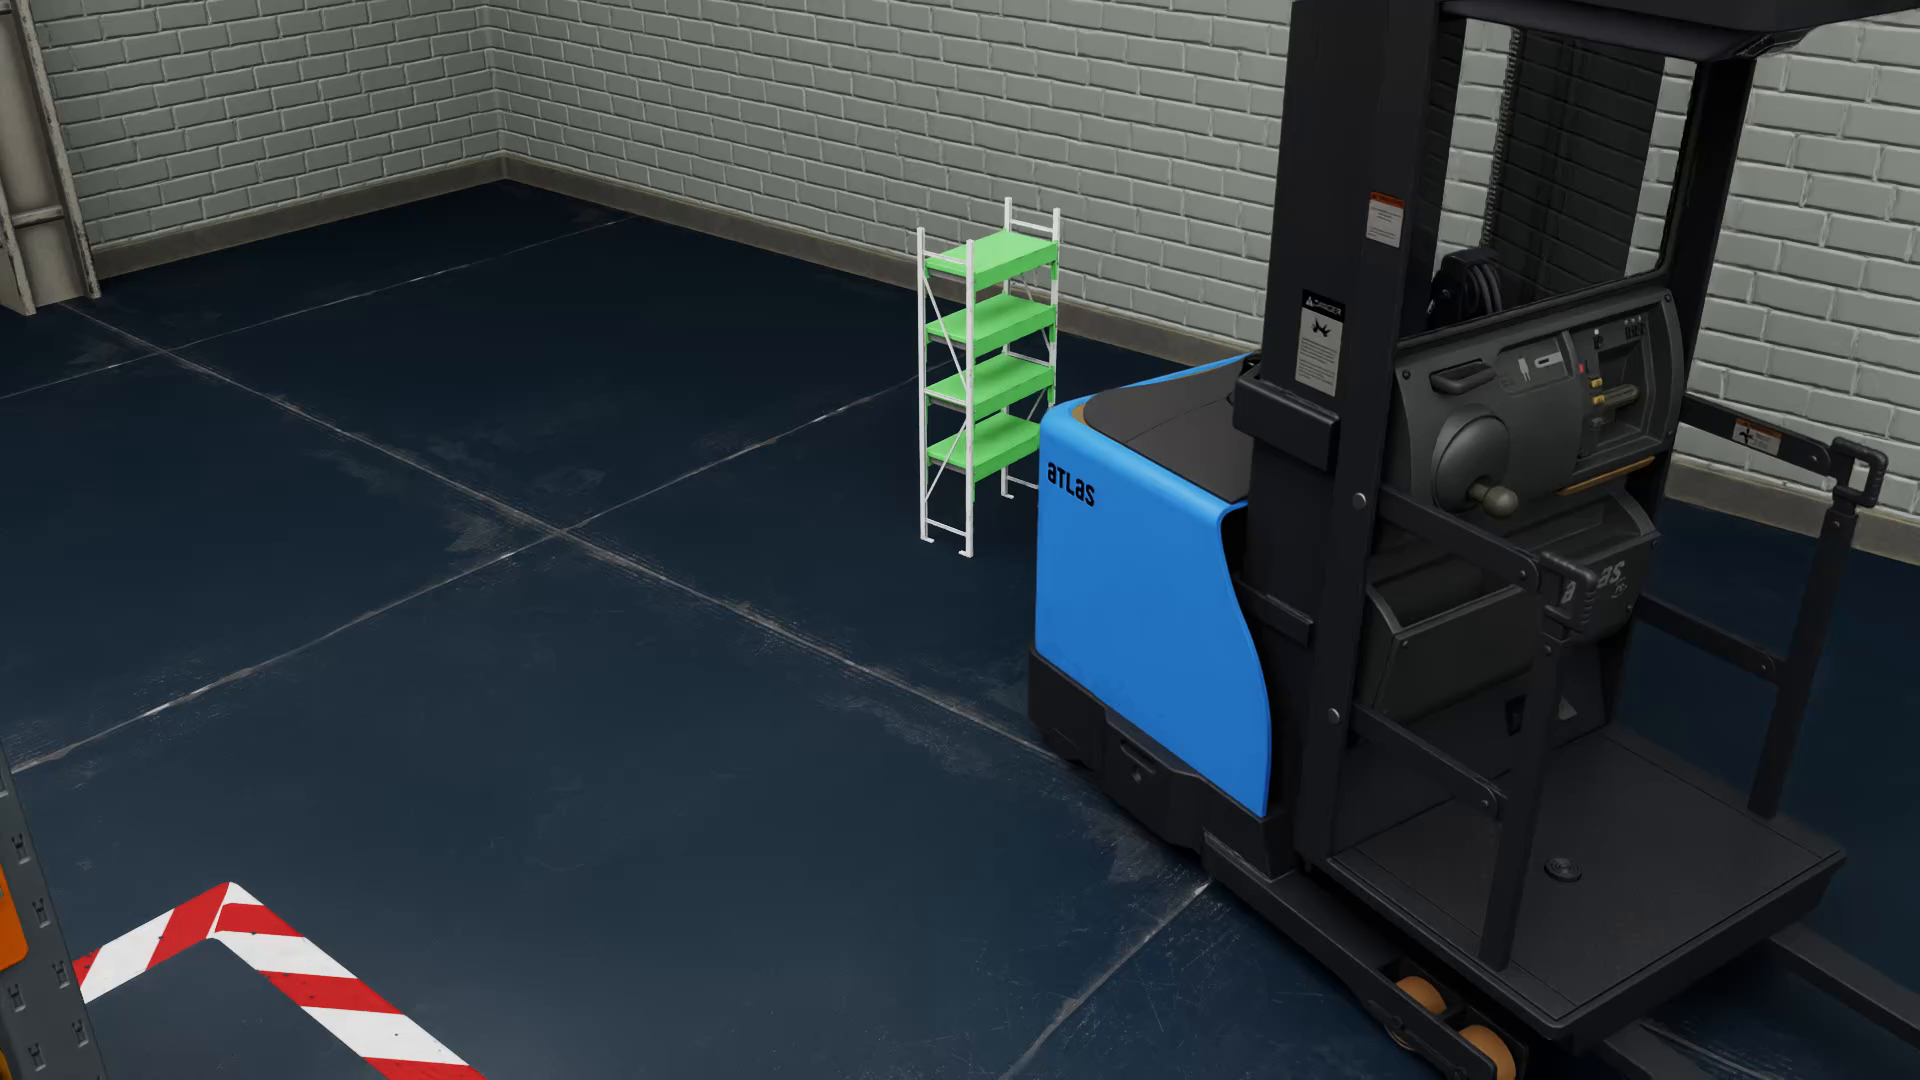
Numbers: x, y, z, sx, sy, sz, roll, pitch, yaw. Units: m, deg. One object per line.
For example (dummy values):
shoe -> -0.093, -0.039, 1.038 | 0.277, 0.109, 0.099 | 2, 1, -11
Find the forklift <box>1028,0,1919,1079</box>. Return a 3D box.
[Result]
forklift -> 1.439, -0.276, 3.594 | 1.130, 2.935, 3.031 | -17, 32, -29

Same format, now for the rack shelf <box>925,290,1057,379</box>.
rack shelf -> 0.105, -0.748, 6.007 | 0.258, 0.148, 0.480 | 21, 34, 34

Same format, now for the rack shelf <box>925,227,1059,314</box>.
rack shelf -> 0.105, -0.961, 5.897 | 0.258, 0.148, 0.480 | 21, 34, 34

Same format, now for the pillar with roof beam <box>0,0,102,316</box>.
pillar with roof beam -> -1.420, -3.993, 4.176 | 9.100, 9.000, 0.400 | 21, 34, 34

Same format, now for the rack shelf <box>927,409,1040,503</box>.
rack shelf -> 0.105, -0.322, 6.227 | 0.258, 0.148, 0.480 | 21, 34, 34

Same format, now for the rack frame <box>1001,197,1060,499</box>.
rack frame -> 0.261, -0.678, 6.255 | 0.240, 1.200, 0.015 | 21, 34, 34

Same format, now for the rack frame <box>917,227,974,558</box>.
rack frame -> -0.050, -0.505, 5.921 | 0.240, 1.200, 0.015 | 21, 34, 34

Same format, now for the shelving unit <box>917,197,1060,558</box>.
shelving unit -> 0.105, -0.592, 6.088 | 0.258, 1.200, 0.503 | 21, 34, 34

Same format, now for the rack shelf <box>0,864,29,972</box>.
rack shelf -> -3.239, 1.098, 1.646 | 1.077, 0.370, 4.000 | 21, 34, 34

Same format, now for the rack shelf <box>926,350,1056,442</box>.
rack shelf -> 0.105, -0.535, 6.117 | 0.258, 0.148, 0.480 | 21, 34, 34
